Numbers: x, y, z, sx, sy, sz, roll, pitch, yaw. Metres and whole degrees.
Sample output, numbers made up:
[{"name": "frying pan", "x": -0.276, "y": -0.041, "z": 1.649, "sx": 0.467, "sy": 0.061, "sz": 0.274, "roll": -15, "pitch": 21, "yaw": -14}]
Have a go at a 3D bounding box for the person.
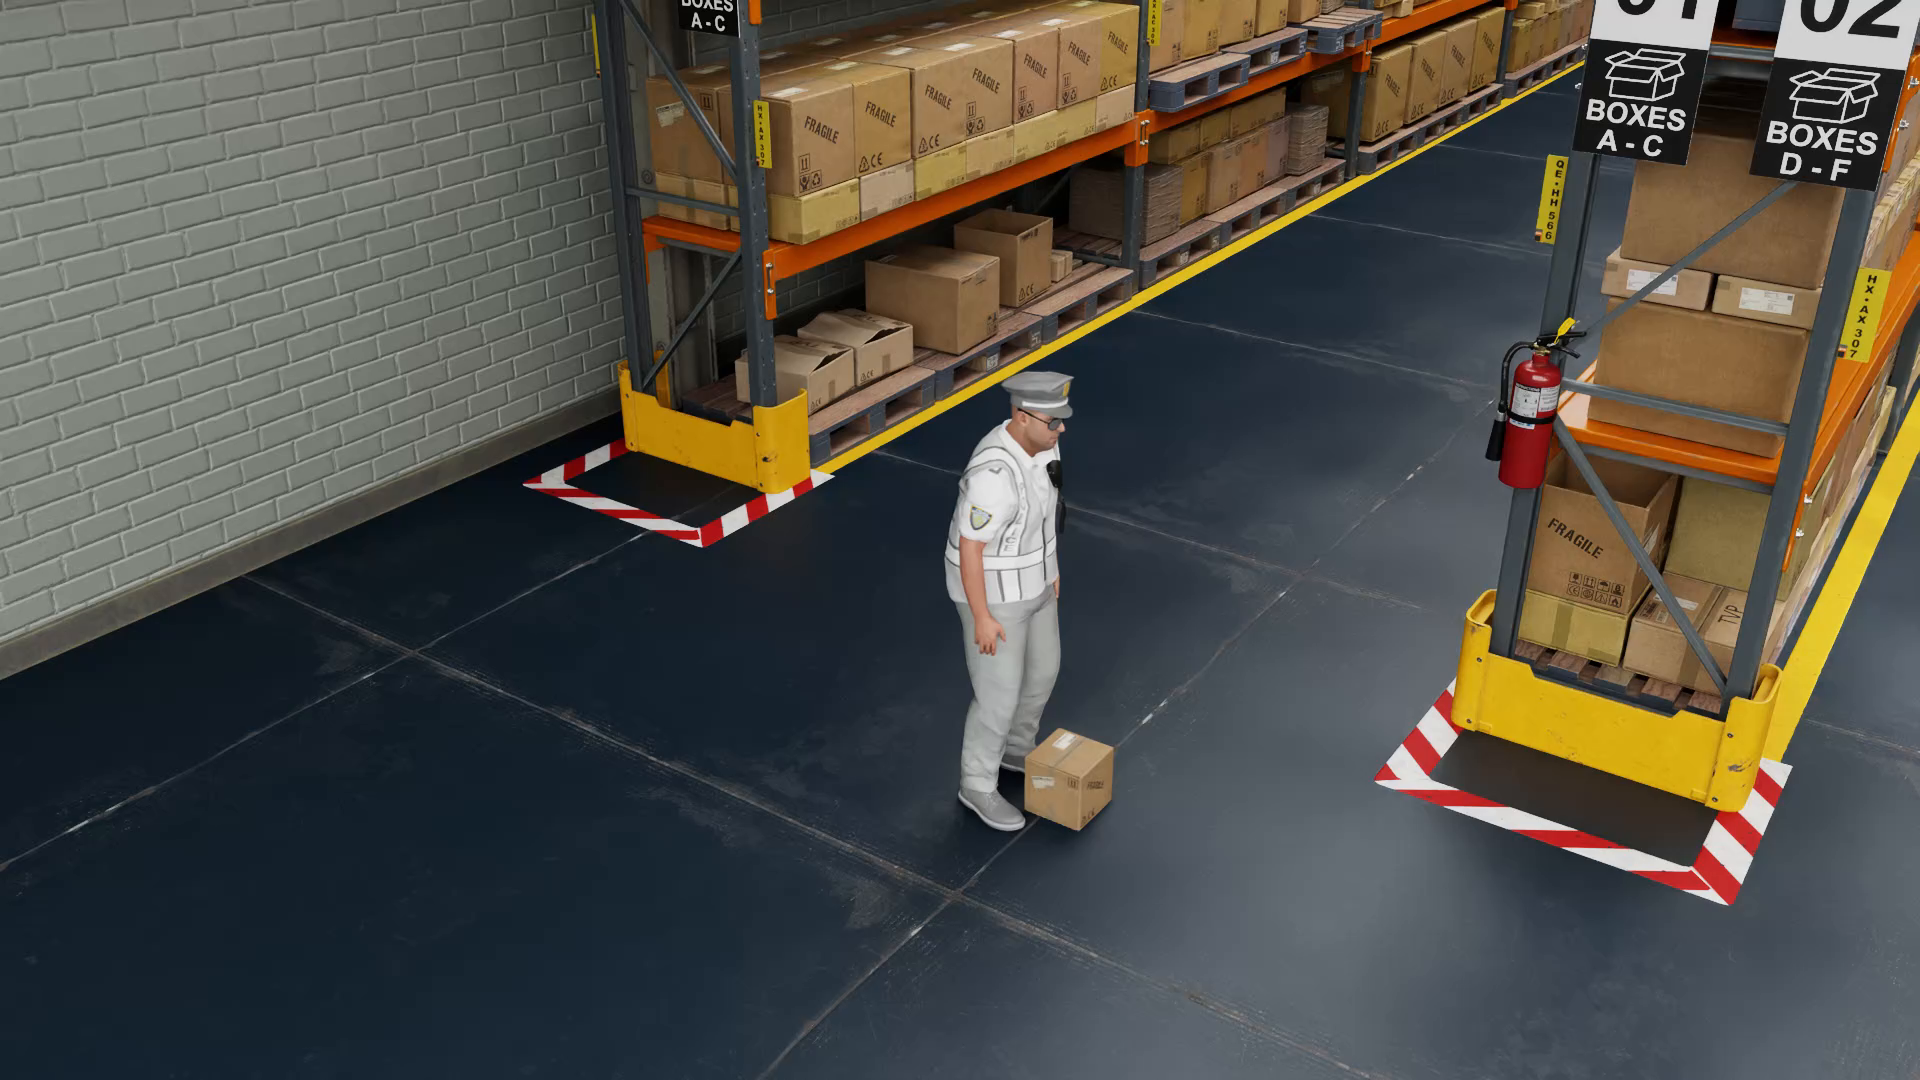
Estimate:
[{"name": "person", "x": 0.187, "y": 0.187, "z": 6.238, "sx": 0.436, "sy": 1.746, "sz": 0.590, "roll": 16, "pitch": 31, "yaw": 28}]
